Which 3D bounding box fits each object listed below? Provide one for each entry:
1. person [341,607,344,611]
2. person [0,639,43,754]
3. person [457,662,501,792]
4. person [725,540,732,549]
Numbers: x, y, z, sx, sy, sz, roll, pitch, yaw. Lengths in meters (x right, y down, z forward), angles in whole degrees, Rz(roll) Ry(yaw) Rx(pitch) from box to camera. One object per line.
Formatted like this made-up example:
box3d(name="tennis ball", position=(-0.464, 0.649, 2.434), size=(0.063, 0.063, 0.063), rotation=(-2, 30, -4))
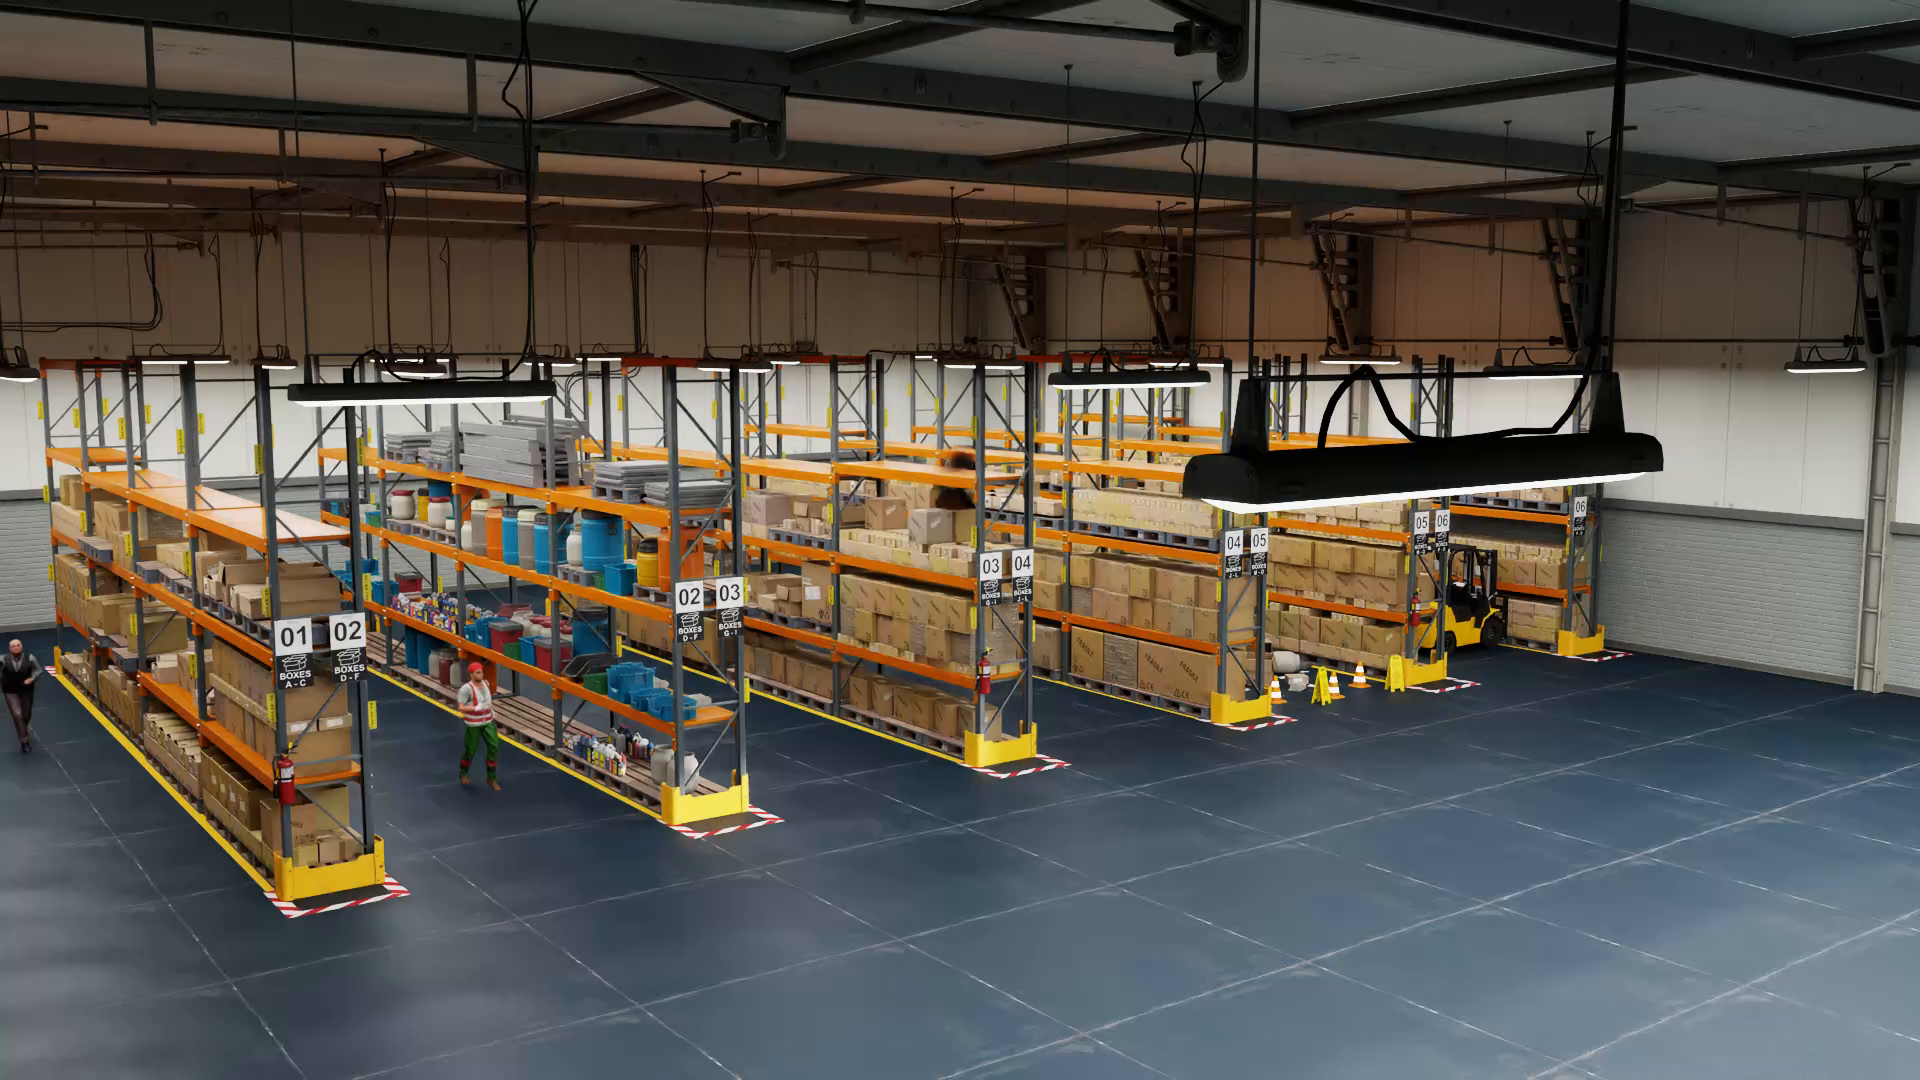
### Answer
box3d(name="person", position=(-11.161, 1.954, 29.906), size=(0.519, 1.567, 0.624), rotation=(-5, 9, -37))
box3d(name="person", position=(-14.633, 2.381, 25.862), size=(0.678, 1.722, 1.010), rotation=(-5, 8, -33))
box3d(name="person", position=(-6.805, 2.630, 23.445), size=(0.795, 1.853, 0.681), rotation=(6, 9, 40))
box3d(name="person", position=(-5.409, 0.832, 38.626), size=(0.712, 1.807, 0.715), rotation=(-4, 8, -27))
